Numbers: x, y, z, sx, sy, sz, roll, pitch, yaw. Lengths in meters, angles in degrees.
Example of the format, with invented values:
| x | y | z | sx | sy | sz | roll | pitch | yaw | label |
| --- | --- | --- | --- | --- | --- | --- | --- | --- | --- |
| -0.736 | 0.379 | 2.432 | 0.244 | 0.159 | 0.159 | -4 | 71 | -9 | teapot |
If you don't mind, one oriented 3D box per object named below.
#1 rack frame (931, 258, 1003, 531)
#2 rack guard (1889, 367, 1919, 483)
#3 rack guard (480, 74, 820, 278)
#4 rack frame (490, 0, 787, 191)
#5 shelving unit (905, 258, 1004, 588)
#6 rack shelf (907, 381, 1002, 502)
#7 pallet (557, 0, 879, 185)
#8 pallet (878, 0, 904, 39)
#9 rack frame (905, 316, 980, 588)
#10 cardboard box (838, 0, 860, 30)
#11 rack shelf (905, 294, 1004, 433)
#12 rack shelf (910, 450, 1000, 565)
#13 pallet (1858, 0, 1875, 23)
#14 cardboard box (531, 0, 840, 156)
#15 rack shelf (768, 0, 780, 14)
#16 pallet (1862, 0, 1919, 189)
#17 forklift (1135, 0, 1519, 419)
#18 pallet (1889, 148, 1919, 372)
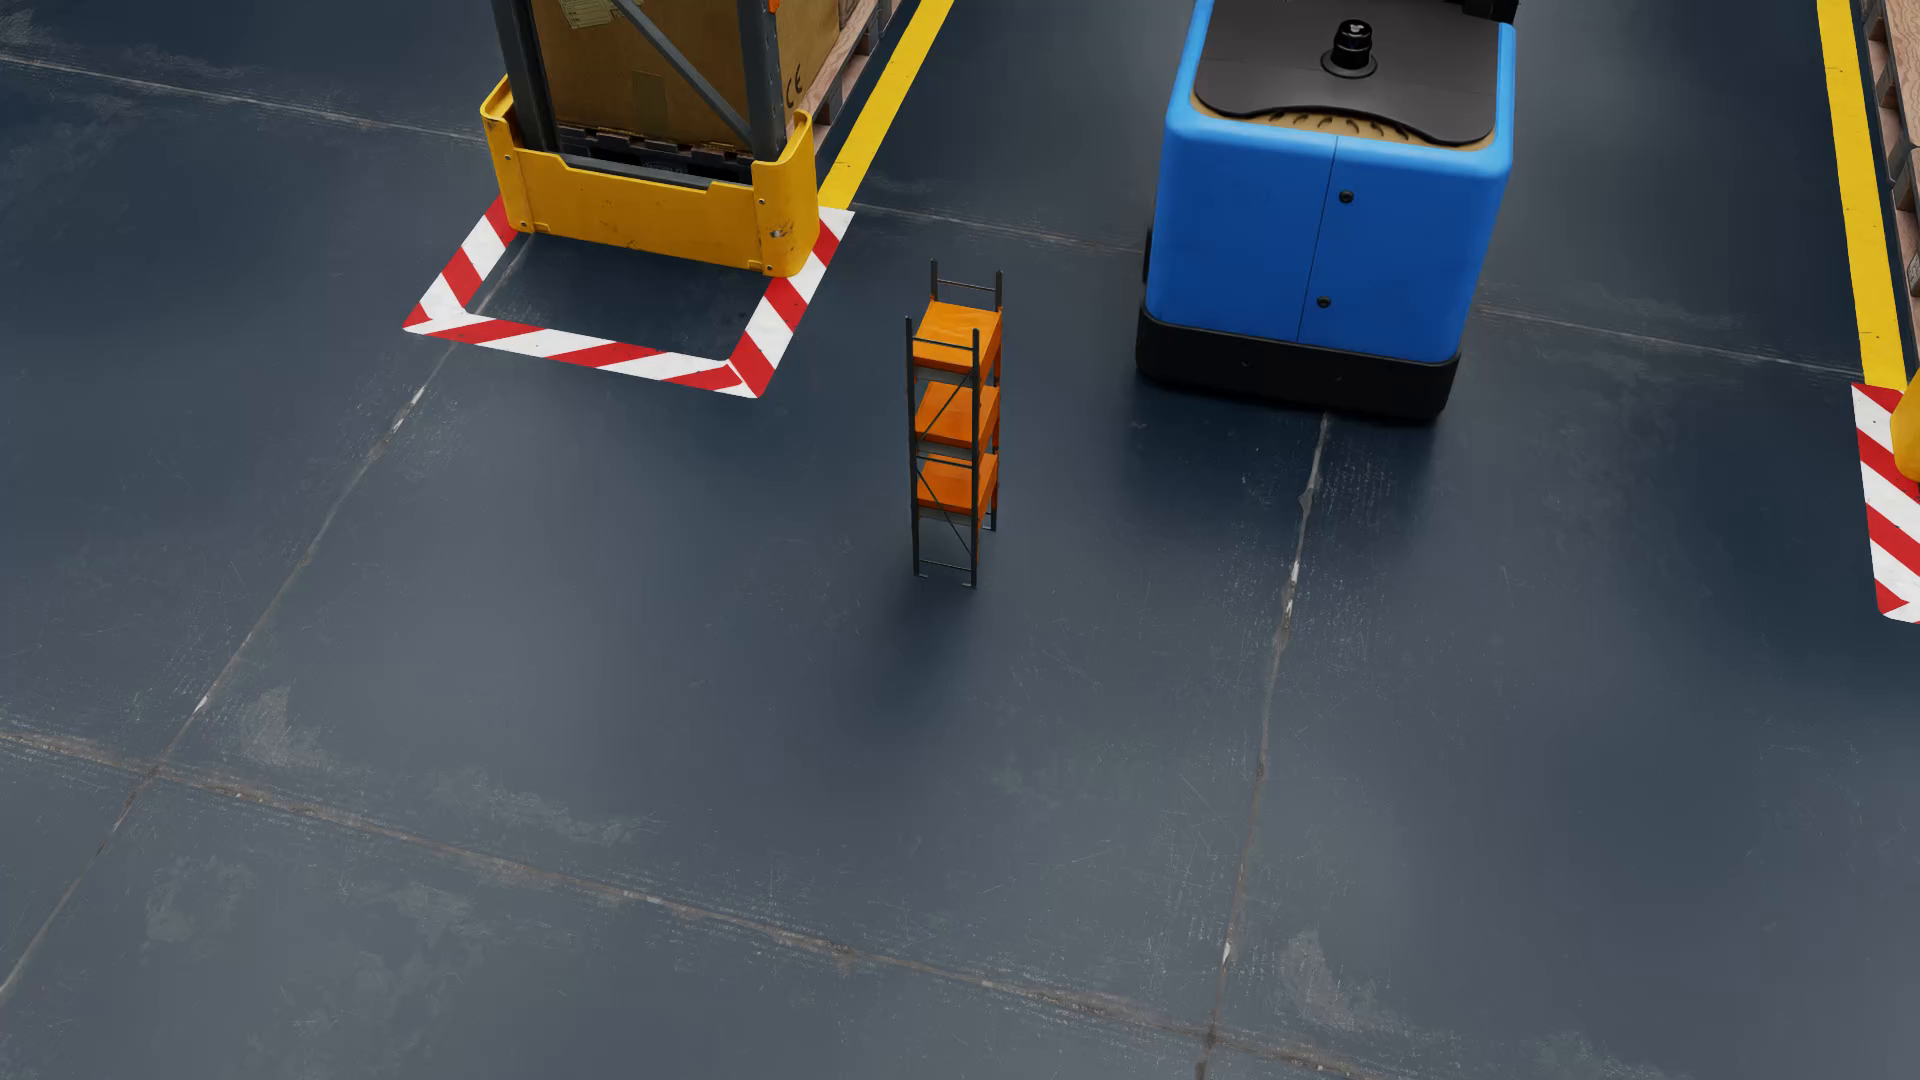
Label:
| x | y | z | sx | sy | sz | roll | pitch | yaw | label |
| --- | --- | --- | --- | --- | --- | --- | --- | --- | --- |
| 0.018 | -0.397 | 4.900 | 0.200 | 1.050 | 0.008 | 12 | 50 | 10 | rack frame |
| 3.670 | -0.374 | 5.247 | 1.175 | 0.500 | 0.348 | 12 | 50 | 10 | rack guard |
| -1.121 | -1.354 | 6.111 | 1.175 | 0.500 | 0.348 | 12 | 50 | 10 | rack guard |
| -1.115 | -2.198 | 5.190 | 1.000 | 3.000 | 0.127 | 12 | 50 | 10 | rack frame |
| -0.014 | -0.309 | 4.822 | 0.215 | 1.050 | 0.252 | 12 | 50 | 10 | shelving unit |
| -0.014 | -0.302 | 4.830 | 0.215 | 0.259 | 0.240 | 12 | 50 | 10 | rack shelf |
| -0.980 | -1.869 | 6.759 | 1.003 | 0.211 | 1.213 | 12 | 50 | 10 | pallet |
| -0.657 | -2.749 | 7.536 | 1.003 | 0.211 | 1.213 | 12 | 50 | 10 | pallet |
| -0.046 | -0.220 | 4.744 | 0.200 | 1.050 | 0.008 | 12 | 50 | 10 | rack frame |
| -0.784 | -2.771 | 6.832 | 0.875 | 0.875 | 0.875 | 12 | 50 | 10 | cardboard box |
| -0.014 | -0.489 | 4.617 | 0.215 | 0.259 | 0.240 | 12 | 50 | 10 | rack shelf |
| -0.014 | -0.118 | 5.039 | 0.215 | 0.259 | 0.240 | 12 | 50 | 10 | rack shelf |
| 4.560 | -2.652 | 7.450 | 1.003 | 0.211 | 1.213 | 12 | 50 | 10 | pallet |
| -1.024 | -2.113 | 6.251 | 0.875 | 0.875 | 0.875 | 12 | 50 | 10 | cardboard box |
| -0.589 | -3.407 | 6.736 | 1.077 | 0.370 | 4.000 | 12 | 50 | 10 | rack shelf |
| 4.241 | -1.767 | 6.669 | 1.003 | 0.211 | 1.213 | 12 | 50 | 10 | pallet |
| 1.436 | -2.500 | 5.502 | 1.130 | 2.935 | 3.031 | 10 | 49 | 9 | forklift |
| 3.918 | -0.887 | 5.892 | 1.003 | 0.211 | 1.213 | 12 | 50 | 10 | pallet |
